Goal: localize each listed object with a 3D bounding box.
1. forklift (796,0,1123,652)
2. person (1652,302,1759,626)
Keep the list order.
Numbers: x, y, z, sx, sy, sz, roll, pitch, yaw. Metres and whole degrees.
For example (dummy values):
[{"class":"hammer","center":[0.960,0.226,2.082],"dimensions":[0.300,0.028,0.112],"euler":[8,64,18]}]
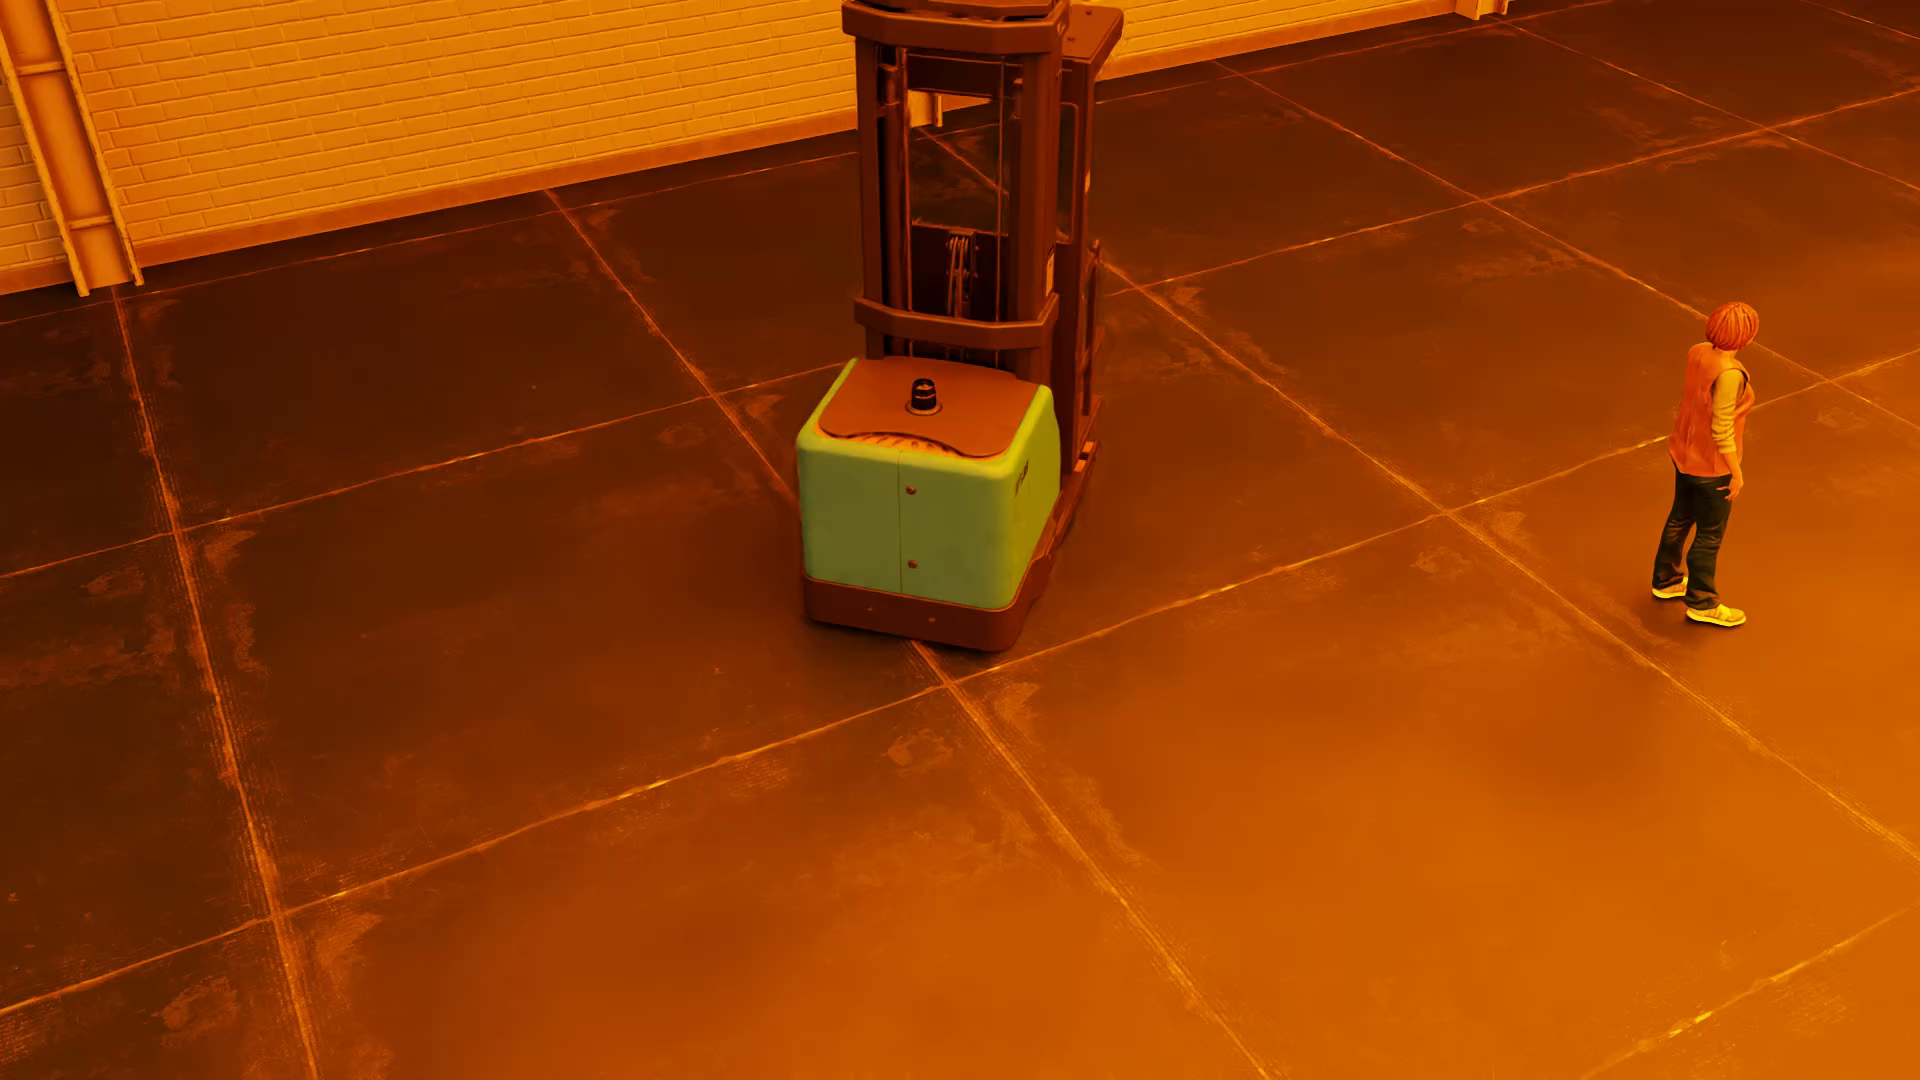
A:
[{"class":"forklift","center":[0.139,-1.523,8.278],"dimensions":[1.130,2.935,3.031],"euler":[9,36,13]},{"class":"person","center":[3.567,-0.372,7.794],"dimensions":[0.474,1.598,0.519],"euler":[-1,35,-2]}]
